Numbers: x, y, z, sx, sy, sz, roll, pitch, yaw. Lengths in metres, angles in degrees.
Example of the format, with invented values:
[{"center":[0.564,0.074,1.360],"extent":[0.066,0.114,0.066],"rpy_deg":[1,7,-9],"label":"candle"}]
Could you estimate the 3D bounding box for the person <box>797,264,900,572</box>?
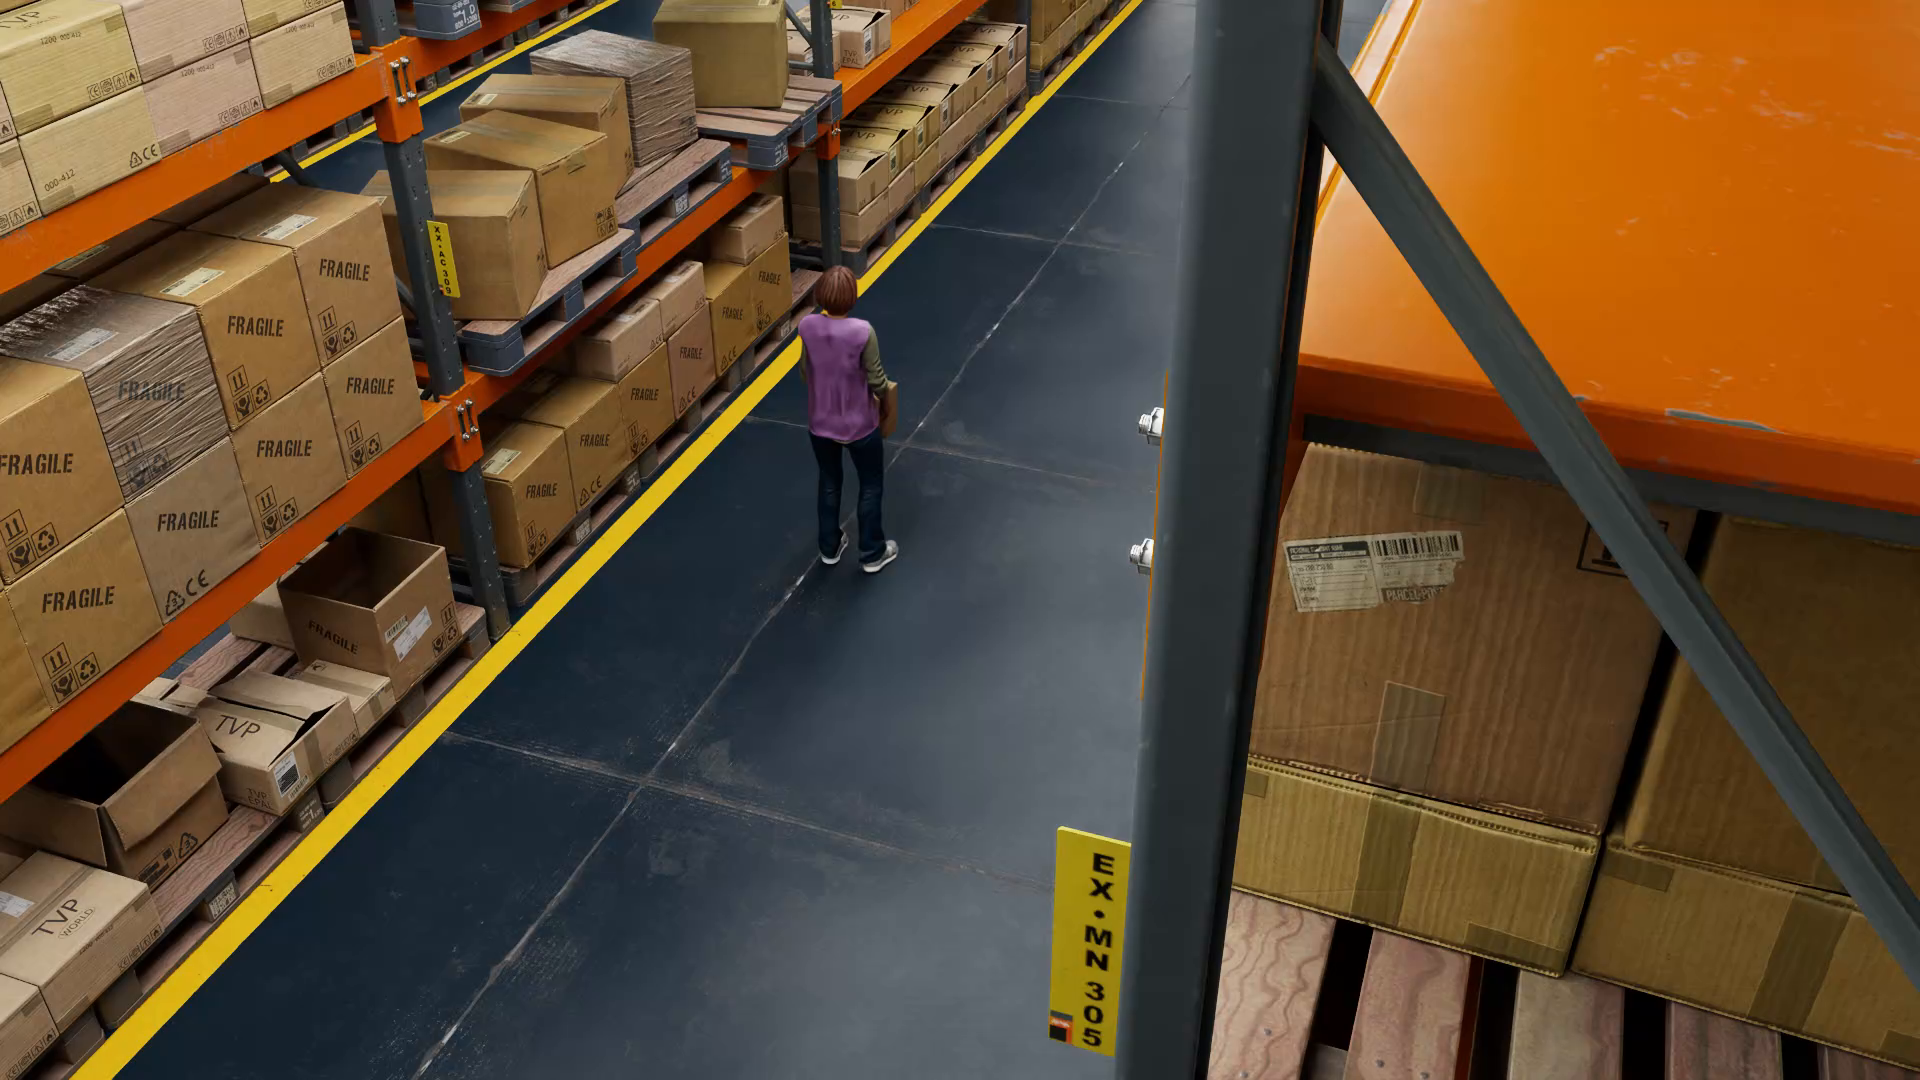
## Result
[{"center":[-0.554,-0.567,7.995],"extent":[0.450,1.599,0.340],"rpy_deg":[10,35,15],"label":"person"}]
